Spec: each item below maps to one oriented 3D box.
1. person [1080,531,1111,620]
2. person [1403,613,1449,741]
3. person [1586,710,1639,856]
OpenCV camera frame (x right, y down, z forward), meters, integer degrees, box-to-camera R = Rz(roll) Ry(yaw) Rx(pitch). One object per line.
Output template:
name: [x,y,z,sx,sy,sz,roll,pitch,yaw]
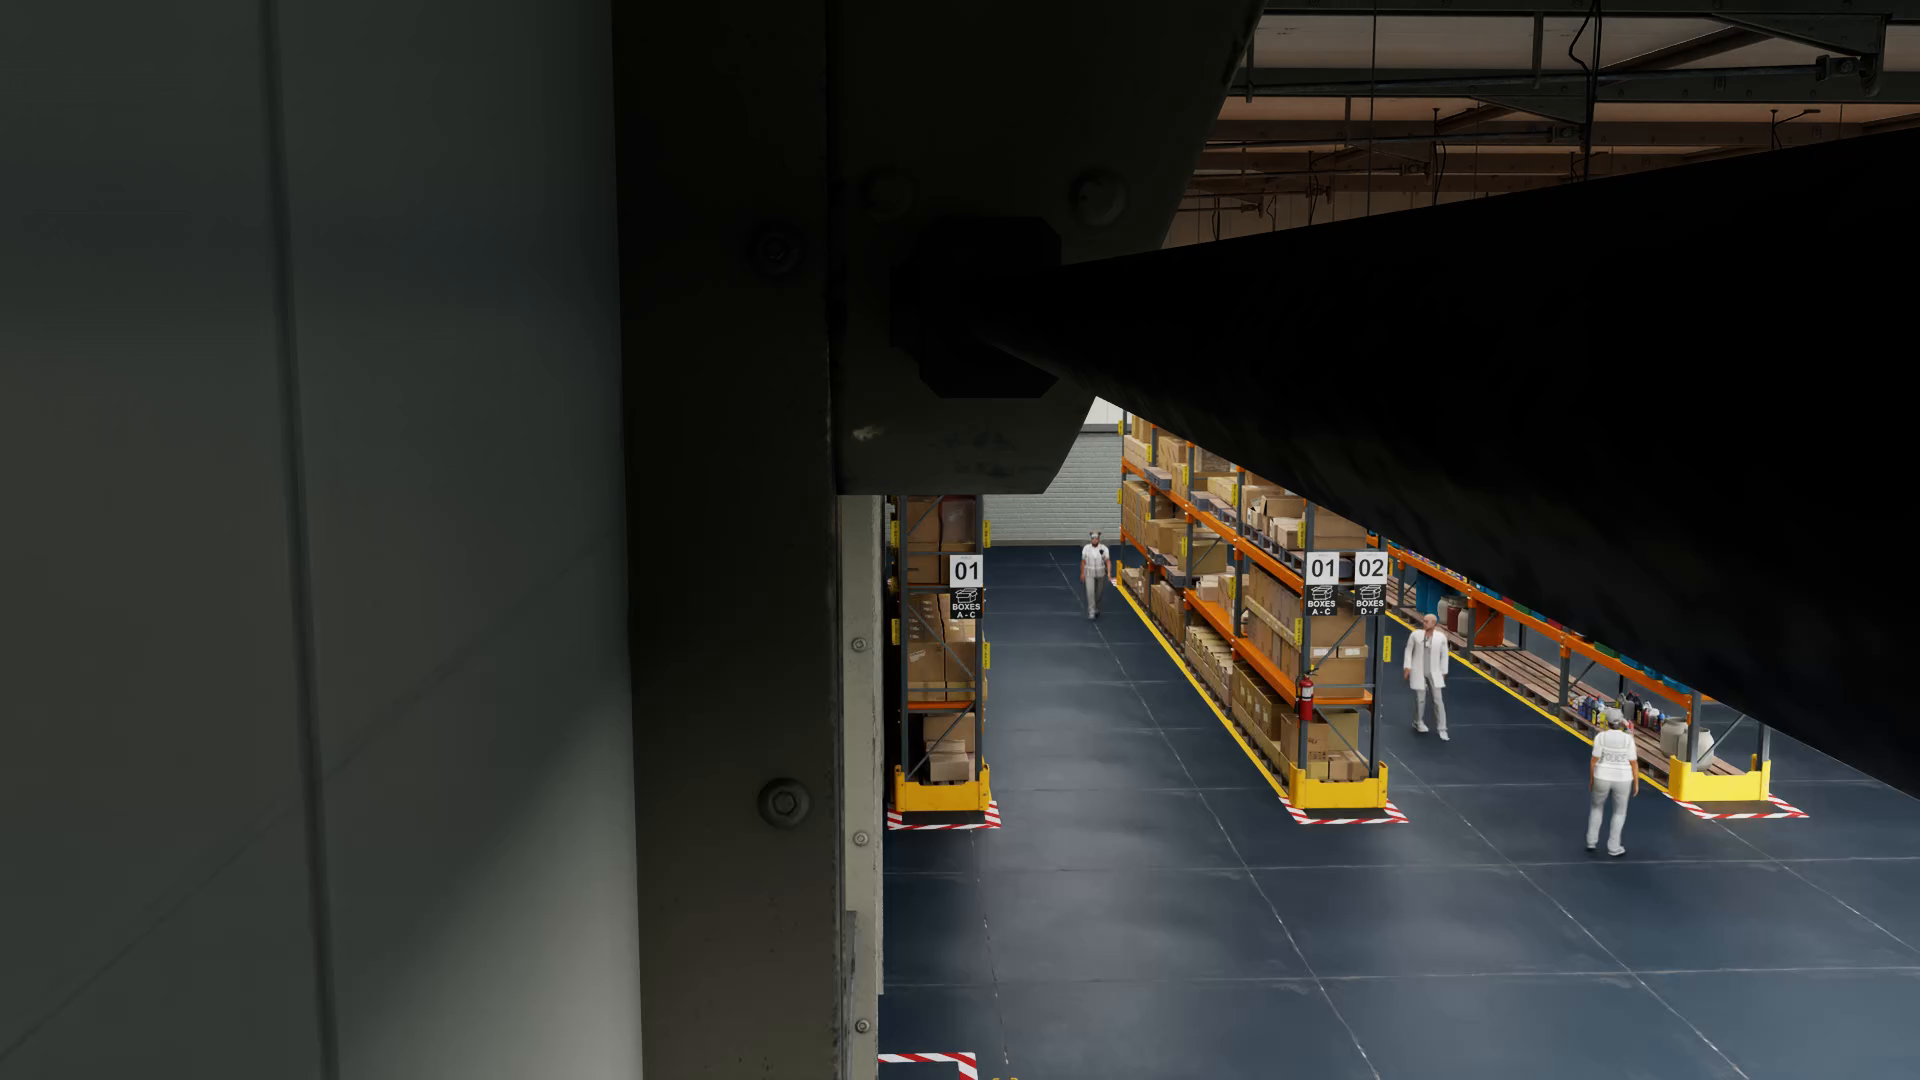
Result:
person: [2.667,0.666,32.584,0.566,1.719,1.060,-1,8,-4]
person: [6.733,1.962,23.999,0.649,1.797,0.690,1,8,7]
person: [7.421,2.763,18.902,0.553,1.704,0.452,5,10,29]
